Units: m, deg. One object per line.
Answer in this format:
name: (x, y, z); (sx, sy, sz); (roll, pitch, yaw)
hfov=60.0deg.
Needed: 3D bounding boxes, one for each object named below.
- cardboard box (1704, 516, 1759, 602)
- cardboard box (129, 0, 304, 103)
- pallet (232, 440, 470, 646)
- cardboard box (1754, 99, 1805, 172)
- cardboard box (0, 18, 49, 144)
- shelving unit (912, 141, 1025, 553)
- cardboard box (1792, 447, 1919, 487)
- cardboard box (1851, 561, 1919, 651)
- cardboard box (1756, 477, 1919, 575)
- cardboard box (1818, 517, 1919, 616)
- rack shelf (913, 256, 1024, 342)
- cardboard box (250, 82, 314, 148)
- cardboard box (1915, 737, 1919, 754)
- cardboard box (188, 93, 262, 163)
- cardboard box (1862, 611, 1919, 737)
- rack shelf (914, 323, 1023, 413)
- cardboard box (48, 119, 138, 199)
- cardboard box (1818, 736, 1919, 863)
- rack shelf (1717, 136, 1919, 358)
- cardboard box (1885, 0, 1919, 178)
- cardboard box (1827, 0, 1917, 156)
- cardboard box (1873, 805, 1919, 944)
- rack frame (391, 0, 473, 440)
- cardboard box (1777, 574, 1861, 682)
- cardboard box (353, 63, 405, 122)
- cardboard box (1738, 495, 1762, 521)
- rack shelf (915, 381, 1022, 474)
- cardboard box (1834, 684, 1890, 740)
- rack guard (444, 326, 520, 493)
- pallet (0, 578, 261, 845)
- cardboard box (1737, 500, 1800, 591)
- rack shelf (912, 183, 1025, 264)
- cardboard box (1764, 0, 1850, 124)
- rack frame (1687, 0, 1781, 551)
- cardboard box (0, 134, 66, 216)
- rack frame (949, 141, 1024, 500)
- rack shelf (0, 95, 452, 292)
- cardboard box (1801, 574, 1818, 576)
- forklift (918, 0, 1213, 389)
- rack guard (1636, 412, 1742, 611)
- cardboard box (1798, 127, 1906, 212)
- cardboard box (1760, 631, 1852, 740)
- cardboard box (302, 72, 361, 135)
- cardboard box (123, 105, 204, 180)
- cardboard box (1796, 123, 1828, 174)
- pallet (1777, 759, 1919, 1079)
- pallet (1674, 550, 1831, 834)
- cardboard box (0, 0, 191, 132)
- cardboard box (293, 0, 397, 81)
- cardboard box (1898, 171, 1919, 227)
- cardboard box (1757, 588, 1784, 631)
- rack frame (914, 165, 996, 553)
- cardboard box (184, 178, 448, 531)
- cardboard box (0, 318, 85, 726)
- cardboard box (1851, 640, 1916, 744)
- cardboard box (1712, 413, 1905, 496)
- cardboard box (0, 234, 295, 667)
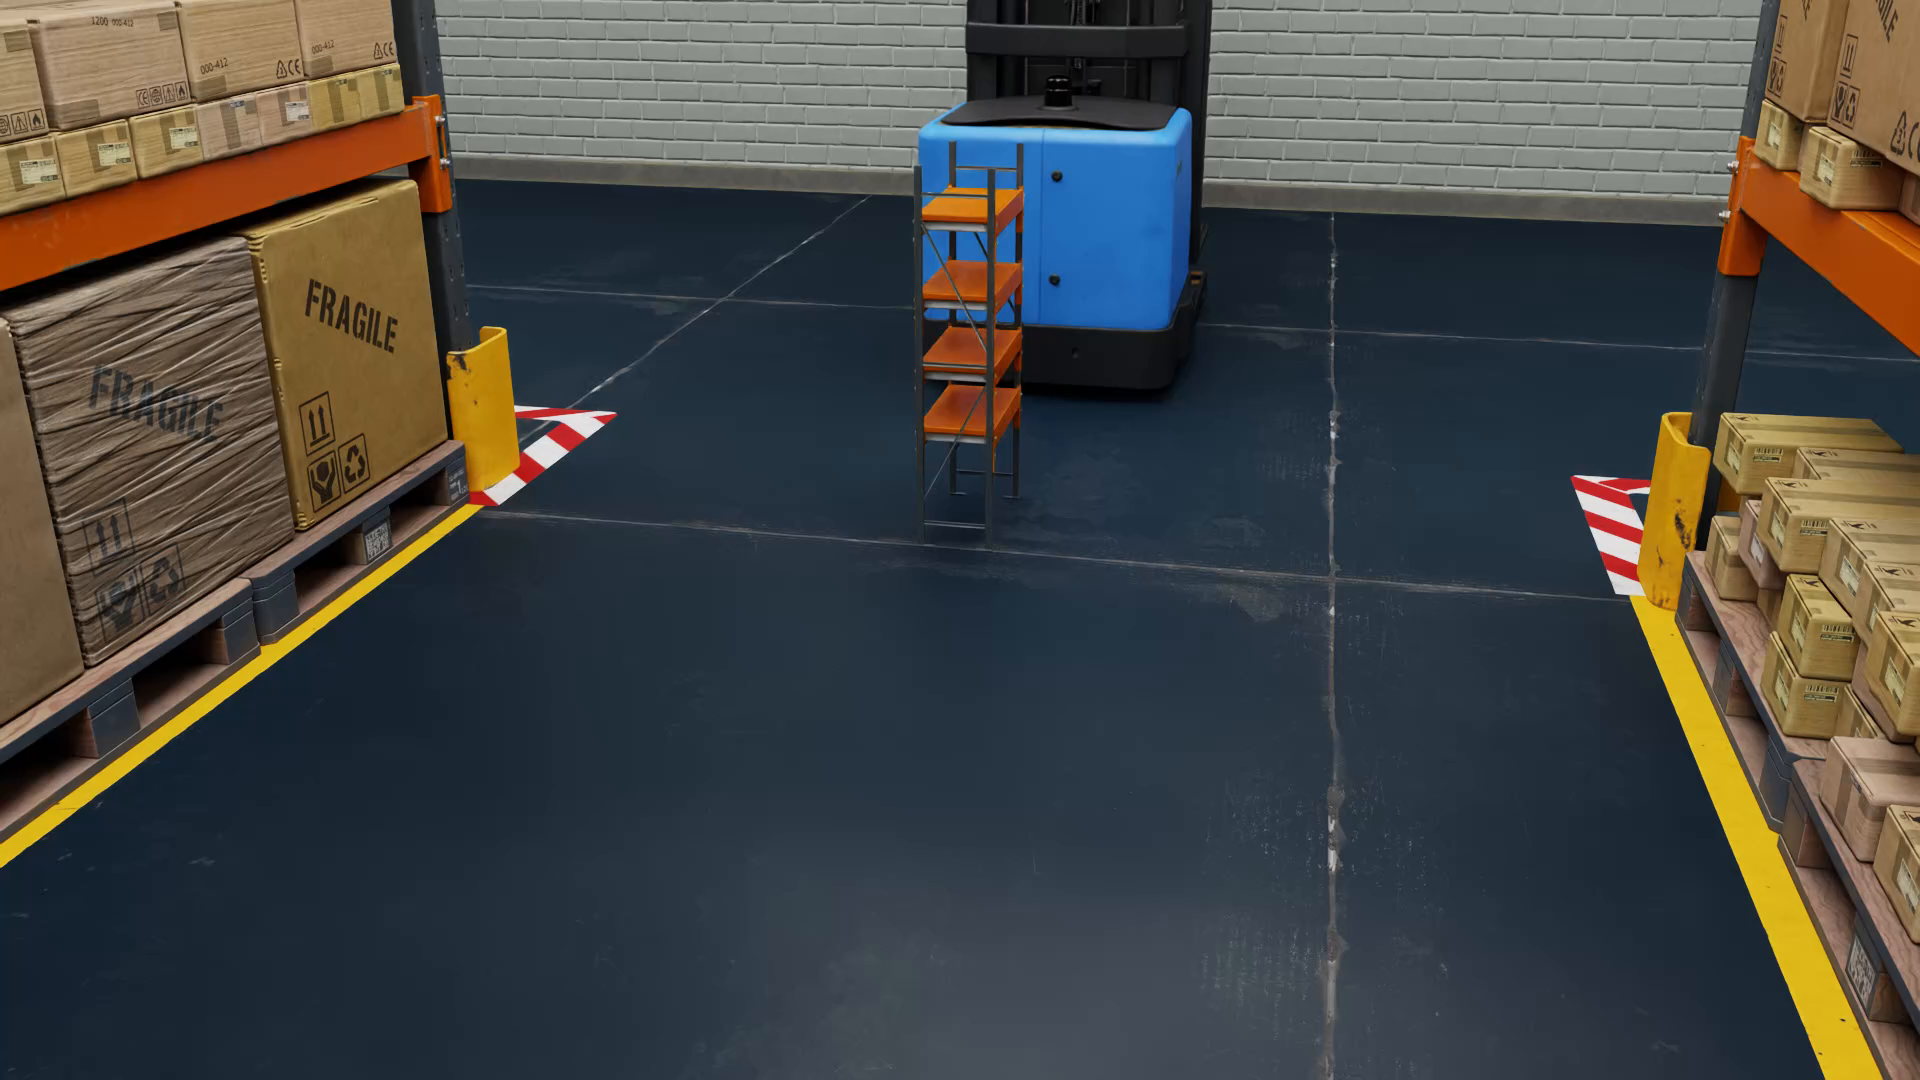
cardboard box: (2.223, 0.060, 4.442); (0.380, 0.149, 0.250); (5, 22, 12)
cardboard box: (-2.135, -1.335, 4.456); (0.500, 0.250, 0.500); (4, 22, 10)
pallet: (-2.279, -0.058, 5.214); (1.003, 0.211, 1.213); (4, 22, 11)
cardboard box: (2.256, -1.024, 4.218); (0.380, 0.149, 0.250); (4, 22, 10)
cardboard box: (-2.341, -0.958, 3.520); (0.500, 0.250, 0.500); (4, 22, 11)
shelving unit: (0.034, -0.617, 5.280); (0.258, 1.200, 0.503); (4, 22, 11)
cardboard box: (2.265, -0.107, 4.062); (0.380, 0.149, 0.250); (5, 22, 12)
cardboard box: (2.053, 0.173, 3.366); (0.380, 0.149, 0.250); (5, 23, 13)
cardboard box: (2.088, -0.025, 3.857); (0.380, 0.149, 0.250); (4, 22, 11)
cardboard box: (2.118, 0.072, 3.616); (0.380, 0.149, 0.250); (3, 22, 8)
rack shelf: (0.034, -0.762, 5.221); (0.258, 0.148, 0.480); (4, 22, 11)
cardboard box: (-2.046, -1.190, 4.630); (0.380, 0.149, 0.250); (5, 22, 11)
cardboard box: (2.076, 0.412, 3.172); (0.380, 0.149, 0.250); (6, 23, 14)
cardboard box: (-2.098, -1.099, 4.403); (0.380, 0.149, 0.250); (5, 22, 12)
cardboard box: (1.954, 0.266, 3.136); (0.380, 0.149, 0.250); (5, 22, 12)
rack shelf: (0.034, -0.555, 5.305); (0.258, 0.148, 0.480); (4, 22, 11)
cardboard box: (-2.202, -0.909, 3.932); (0.380, 0.149, 0.250); (5, 22, 11)
cardboard box: (1.951, 0.524, 3.291); (0.380, 0.149, 0.250); (3, 22, 8)
rack shelf: (2.235, -0.169, 2.722); (1.077, 0.370, 4.000); (4, 22, 11)
cardboard box: (2.084, -0.900, 3.040); (0.500, 0.500, 0.500); (5, 22, 12)
cardboard box: (2.196, -1.078, 3.483); (0.500, 0.500, 0.500); (5, 22, 11)
cardboard box: (1.920, 0.627, 3.035); (0.380, 0.149, 0.250); (4, 22, 11)
rack frame: (-2.192, -1.649, 5.434); (1.000, 3.000, 0.127); (4, 22, 11)
cardboard box: (2.052, 0.205, 3.685); (0.380, 0.149, 0.250); (5, 23, 13)
cardboard box: (-1.942, -1.378, 5.095); (0.380, 0.149, 0.250); (5, 22, 12)
cardboard box: (2.285, -0.073, 4.375); (0.380, 0.149, 0.250); (5, 23, 13)
rack shelf: (0.034, -0.371, 5.379); (0.258, 0.148, 0.480); (4, 22, 11)
cardboard box: (2.087, 0.439, 3.501); (0.380, 0.149, 0.250); (5, 22, 11)
rack guard: (-2.187, -0.499, 5.923); (1.175, 0.500, 0.348); (4, 22, 11)
pallet: (-2.530, 0.387, 4.109); (1.003, 0.211, 1.213); (4, 22, 11)
cardboard box: (2.173, 0.023, 4.137); (0.380, 0.149, 0.250); (4, 22, 11)
rack shelf: (0.034, -0.982, 5.133); (0.258, 0.148, 0.480); (4, 22, 11)
cardboard box: (2.281, -1.276, 3.974); (0.500, 0.500, 0.500); (6, 23, 13)
rack frame: (2.643, -1.234, 4.403); (1.000, 3.000, 0.127); (4, 22, 11)
cardboard box: (-2.255, -0.819, 3.707); (0.380, 0.149, 0.250); (5, 22, 12)
rack frame: (0.084, -0.706, 5.501); (0.240, 1.200, 0.015); (4, 22, 11)
rack shelf: (-2.600, -0.584, 3.752); (1.077, 0.370, 4.000); (4, 22, 11)
cardboard box: (2.210, 0.119, 3.898); (0.380, 0.149, 0.250); (5, 22, 12)
forklift: (0.622, -2.482, 7.593); (1.130, 2.935, 3.031); (4, 22, 11)
rack guard: (2.627, -0.047, 4.801); (1.175, 0.500, 0.348); (4, 22, 11)
cardboard box: (2.137, -0.834, 3.745); (0.380, 0.149, 0.250); (4, 22, 9)
cardboard box: (2.046, 0.339, 3.751); (0.380, 0.149, 0.250); (5, 22, 12)
cardboard box: (-1.994, -1.282, 4.859); (0.380, 0.149, 0.250); (5, 22, 11)
cardboard box: (-2.149, -1.004, 4.167); (0.380, 0.149, 0.250); (4, 22, 10)
cardboard box: (2.244, -0.928, 3.979); (0.380, 0.149, 0.250); (5, 23, 13)
pallet: (2.176, 0.826, 3.020); (1.003, 0.211, 1.213); (4, 22, 11)
pallet: (2.427, 0.381, 4.124); (1.003, 0.211, 1.213); (4, 22, 11)
cardboard box: (-2.239, -1.149, 3.993); (0.500, 0.250, 0.500); (4, 22, 9)
cardboard box: (-2.031, -1.520, 4.916); (0.500, 0.250, 0.500); (4, 22, 10)
cardboard box: (2.218, -0.729, 3.484); (0.380, 0.149, 0.250); (6, 23, 13)
cardboard box: (2.249, 0.162, 4.189); (0.380, 0.149, 0.250); (4, 22, 11)
rack frame: (-0.016, -0.528, 5.058); (0.240, 1.200, 0.015); (4, 22, 11)
cardboard box: (-2.244, -0.618, 5.156); (0.875, 0.875, 0.875); (4, 22, 11)
cardboard box: (-2.612, 0.040, 3.521); (0.875, 0.875, 0.875); (4, 22, 11)
cardboard box: (2.090, 0.309, 3.426); (0.380, 0.149, 0.250); (3, 22, 8)
cardboard box: (2.203, -0.217, 4.335); (0.380, 0.149, 0.250); (3, 22, 8)
cardboard box: (-2.430, -0.286, 4.330); (0.875, 0.875, 0.875); (4, 22, 11)
